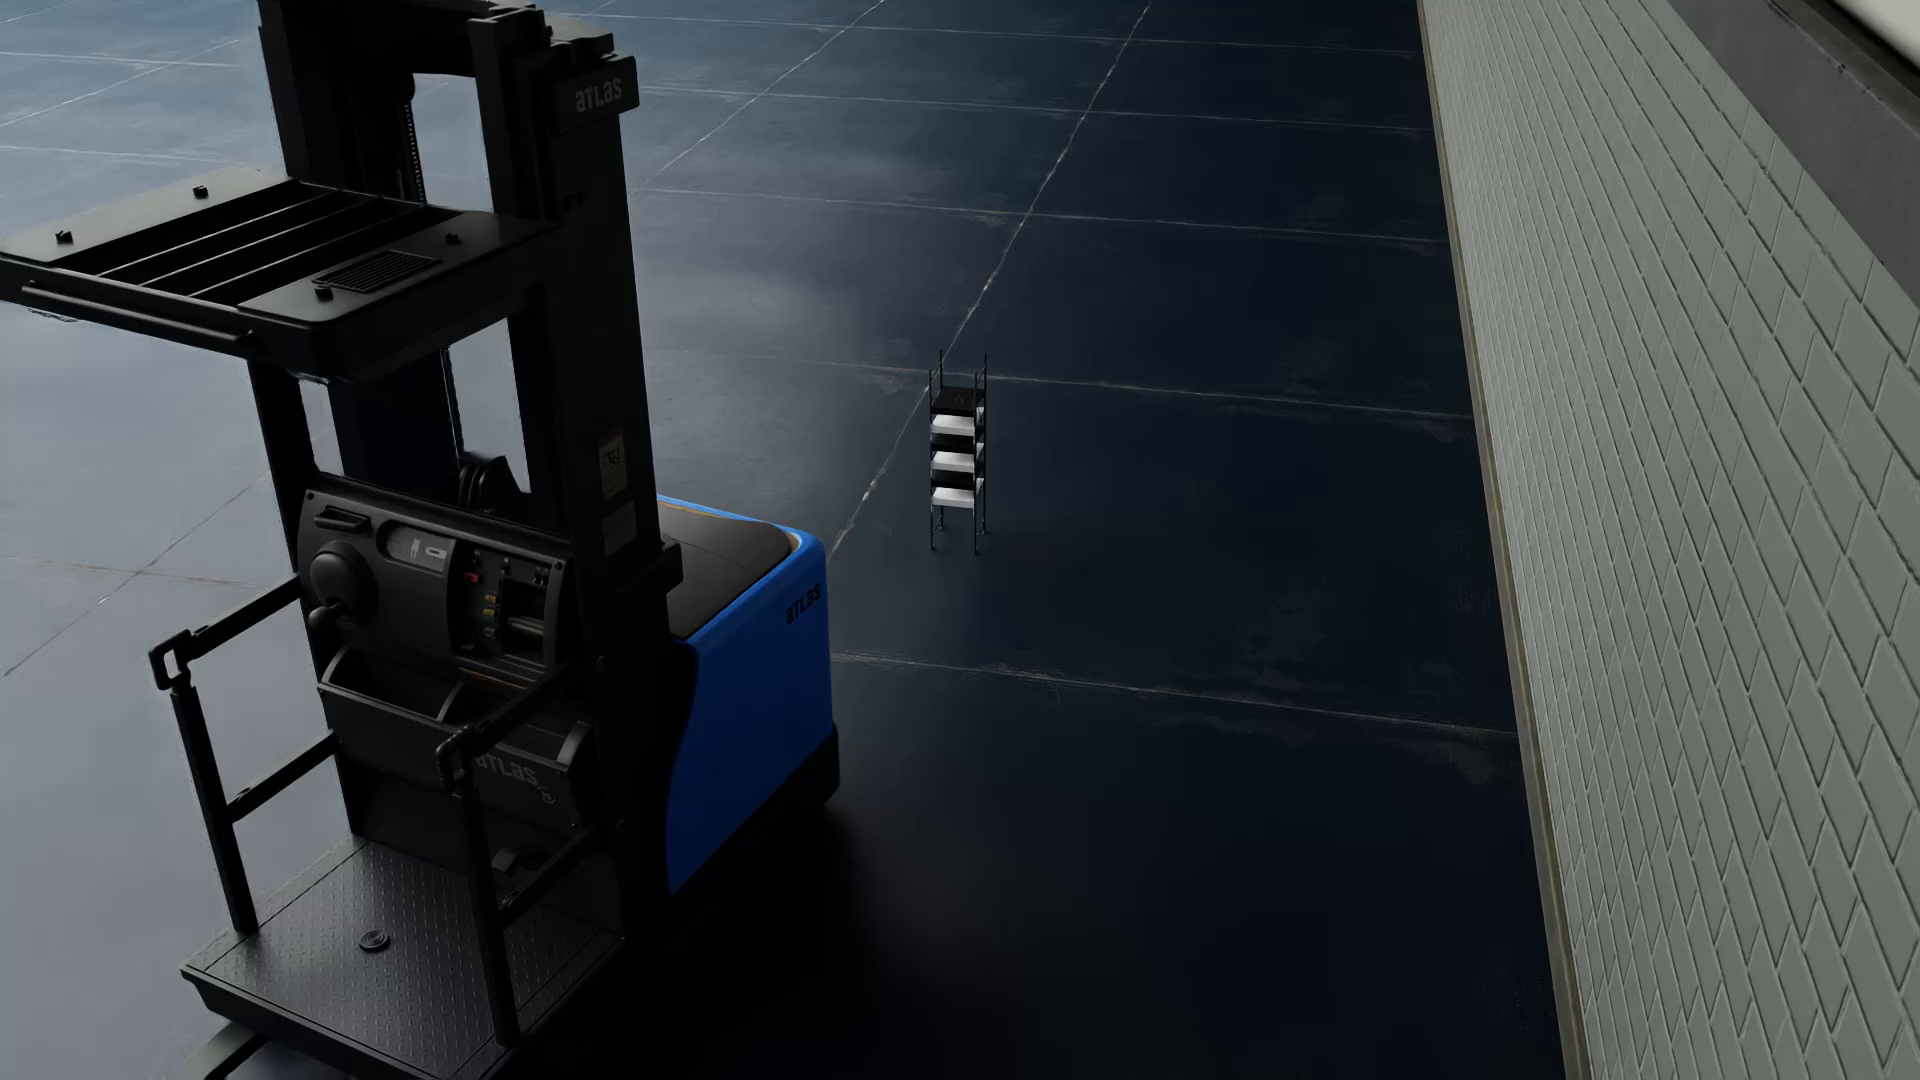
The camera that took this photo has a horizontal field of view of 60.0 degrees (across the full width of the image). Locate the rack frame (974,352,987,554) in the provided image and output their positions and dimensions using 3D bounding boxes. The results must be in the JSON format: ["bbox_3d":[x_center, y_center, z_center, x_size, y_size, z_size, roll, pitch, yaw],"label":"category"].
[{"bbox_3d":[0.091,-0.385,7.517,0.006,0.900,0.240,6,29,11],"label":"rack frame"}]

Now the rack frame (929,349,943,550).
[{"bbox_3d":[-0.107,-0.406,7.554,0.006,0.900,0.240,6,29,11],"label":"rack frame"}]

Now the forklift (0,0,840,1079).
[{"bbox_3d":[-1.549,0.166,4.394,1.130,2.935,3.031,14,32,23],"label":"forklift"}]

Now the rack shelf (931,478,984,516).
[{"bbox_3d":[-0.008,-0.208,7.638,0.200,0.077,0.258,6,29,11],"label":"rack shelf"}]

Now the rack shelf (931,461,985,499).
[{"bbox_3d":[-0.008,-0.287,7.595,0.200,0.077,0.258,6,29,11],"label":"rack shelf"}]

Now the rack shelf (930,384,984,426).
[{"bbox_3d":[-0.008,-0.603,7.422,0.200,0.077,0.258,6,29,11],"label":"rack shelf"}]

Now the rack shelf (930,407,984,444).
[{"bbox_3d":[-0.008,-0.524,7.465,0.200,0.077,0.258,6,29,11],"label":"rack shelf"}]

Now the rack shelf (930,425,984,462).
[{"bbox_3d":[-0.008,-0.445,7.508,0.200,0.077,0.258,6,29,11],"label":"rack shelf"}]

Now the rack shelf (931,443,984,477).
[{"bbox_3d":[-0.008,-0.366,7.551,0.200,0.077,0.258,6,29,11],"label":"rack shelf"}]

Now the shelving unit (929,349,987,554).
[{"bbox_3d":[-0.008,-0.396,7.535,0.210,0.900,0.258,6,29,11],"label":"shelving unit"}]
